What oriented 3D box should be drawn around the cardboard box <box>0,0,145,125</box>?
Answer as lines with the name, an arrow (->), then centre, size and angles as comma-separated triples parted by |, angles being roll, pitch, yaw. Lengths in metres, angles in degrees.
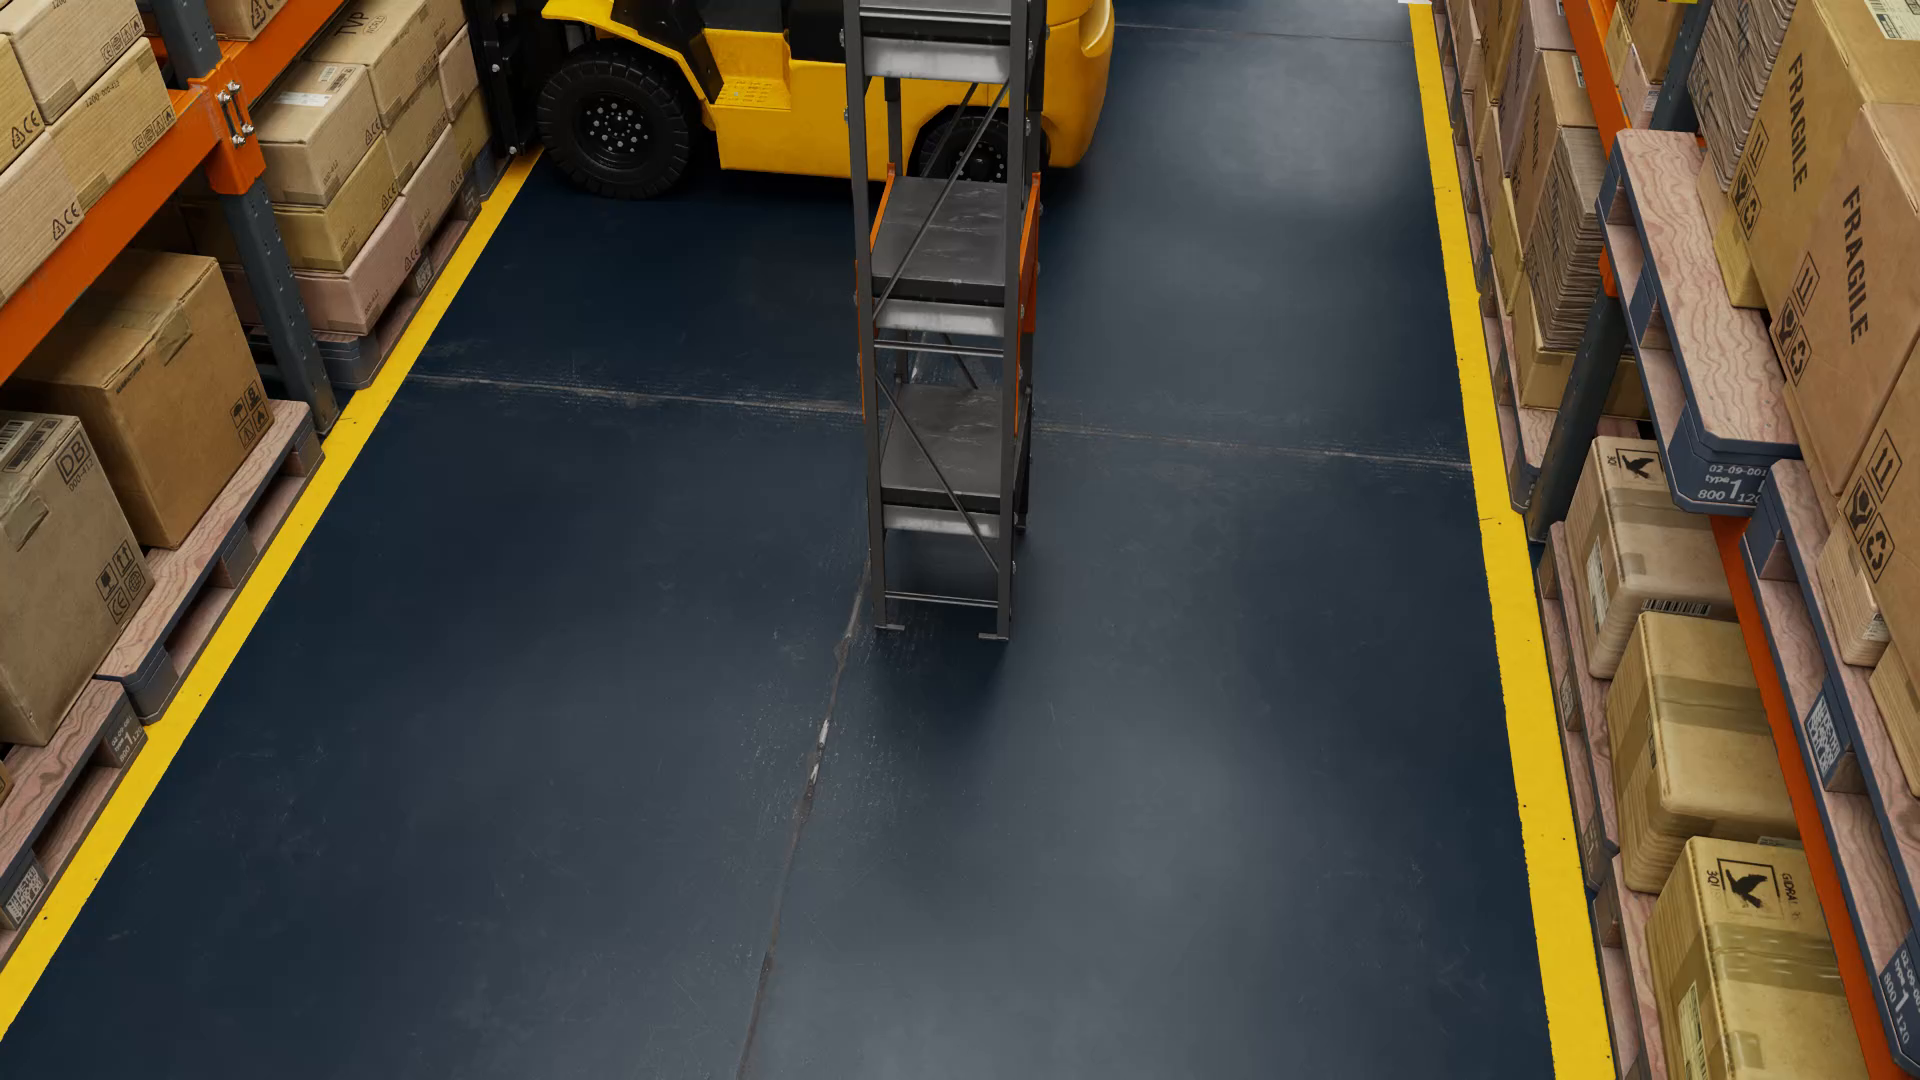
cardboard box -> -2.438, -1.292, 4.178 | 0.500, 0.250, 0.500 | 4, 44, 5

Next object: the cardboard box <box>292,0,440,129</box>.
cardboard box -> -2.174, -1.689, 5.819 | 0.500, 0.250, 0.500 | 5, 44, 6

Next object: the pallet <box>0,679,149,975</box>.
pallet -> -2.844, 0.829, 4.221 | 1.003, 0.211, 1.213 | 5, 44, 6

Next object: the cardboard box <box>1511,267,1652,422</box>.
cardboard box -> 2.106, -0.656, 5.455 | 0.500, 0.250, 0.500 | 7, 44, 7

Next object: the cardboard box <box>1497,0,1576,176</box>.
cardboard box -> 2.238, -1.623, 5.931 | 0.500, 0.500, 0.500 | 7, 44, 8

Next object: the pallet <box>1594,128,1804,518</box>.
pallet -> 2.049, -0.497, 3.733 | 1.003, 0.211, 1.213 | 5, 44, 6

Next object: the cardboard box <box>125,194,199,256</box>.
cardboard box -> -2.765, -1.209, 5.676 | 0.500, 0.250, 0.500 | 4, 44, 5

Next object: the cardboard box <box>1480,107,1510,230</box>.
cardboard box -> 2.238, -1.366, 6.205 | 0.500, 0.250, 0.500 | 6, 44, 6

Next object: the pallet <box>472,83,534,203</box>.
pallet -> -2.321, -1.882, 7.084 | 1.003, 0.211, 1.213 | 5, 44, 6

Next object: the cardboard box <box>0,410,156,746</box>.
cardboard box -> -2.794, 0.072, 4.414 | 0.875, 0.625, 0.625 | 5, 44, 5

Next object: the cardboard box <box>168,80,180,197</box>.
cardboard box -> -2.753, -1.393, 5.507 | 0.500, 0.250, 0.500 | 6, 44, 6

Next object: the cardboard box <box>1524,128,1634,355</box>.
cardboard box -> 2.106, -0.928, 5.198 | 0.500, 0.500, 0.500 | 5, 44, 5

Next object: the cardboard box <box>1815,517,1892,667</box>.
cardboard box -> 1.708, 0.098, 2.842 | 0.380, 0.149, 0.250 | 7, 44, 7

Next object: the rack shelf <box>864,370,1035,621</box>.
rack shelf -> -0.022, -0.131, 4.900 | 0.431, 0.518, 0.480 | 5, 44, 6

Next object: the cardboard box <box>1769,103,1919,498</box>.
cardboard box -> 1.803, -0.400, 2.897 | 0.500, 0.500, 0.500 | 5, 44, 5

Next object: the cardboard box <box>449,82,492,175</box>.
cardboard box -> -2.130, -1.676, 6.532 | 0.500, 0.250, 0.500 | 6, 44, 6

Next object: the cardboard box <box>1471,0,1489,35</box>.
cardboard box -> 2.375, -2.329, 6.677 | 0.500, 0.500, 0.500 | 4, 44, 4

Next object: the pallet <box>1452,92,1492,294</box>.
pallet -> 2.507, -1.356, 6.529 | 1.003, 0.211, 1.213 | 5, 44, 6

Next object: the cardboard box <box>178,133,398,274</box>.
cardboard box -> -2.256, -1.160, 5.624 | 0.500, 0.250, 0.500 | 5, 44, 5

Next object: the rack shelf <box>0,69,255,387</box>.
rack shelf -> -2.891, 0.101, 3.485 | 1.077, 0.370, 4.000 | 5, 44, 6

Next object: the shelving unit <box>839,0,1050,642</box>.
shelving unit -> -0.022, -0.650, 4.409 | 0.431, 2.100, 0.503 | 5, 44, 6

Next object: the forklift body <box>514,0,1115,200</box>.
forklift body -> -0.540, -2.483, 6.308 | 2.313, 2.155, 1.214 | 5, 44, 6

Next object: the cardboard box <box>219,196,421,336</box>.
cardboard box -> -2.234, -0.977, 5.794 | 0.500, 0.250, 0.500 | 6, 44, 6

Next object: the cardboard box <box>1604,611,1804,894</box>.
cardboard box -> 2.136, 0.575, 4.066 | 0.950, 0.372, 0.625 | 8, 44, 8

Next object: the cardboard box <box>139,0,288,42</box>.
cardboard box -> -2.309, -1.838, 4.937 | 0.500, 0.500, 0.500 | 4, 44, 4

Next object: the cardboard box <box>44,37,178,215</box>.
cardboard box -> -2.434, -1.101, 4.340 | 0.500, 0.250, 0.500 | 6, 44, 6

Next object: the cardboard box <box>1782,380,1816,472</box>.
cardboard box -> 1.829, -0.247, 3.206 | 0.380, 0.149, 0.250 | 6, 44, 6

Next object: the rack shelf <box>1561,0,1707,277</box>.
rack shelf -> 2.559, -2.176, 5.890 | 1.077, 0.370, 4.000 | 5, 44, 6

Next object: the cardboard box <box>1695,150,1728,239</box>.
cardboard box -> 1.908, -0.788, 3.777 | 0.380, 0.149, 0.250 | 6, 44, 6

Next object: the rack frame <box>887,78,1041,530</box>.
rack frame -> 0.010, -0.816, 4.585 | 0.400, 2.100, 0.015 | 5, 44, 6

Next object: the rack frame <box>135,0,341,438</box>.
rack frame -> -2.626, -1.523, 4.677 | 1.000, 3.000, 0.127 | 5, 44, 6

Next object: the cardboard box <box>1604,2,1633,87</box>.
cardboard box -> 2.061, -1.400, 4.730 | 0.380, 0.149, 0.250 | 6, 44, 6

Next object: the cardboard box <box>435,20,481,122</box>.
cardboard box -> -2.114, -1.845, 6.348 | 0.500, 0.250, 0.500 | 5, 44, 5

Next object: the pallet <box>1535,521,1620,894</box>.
pallet -> 2.193, 0.469, 4.601 | 1.003, 0.211, 1.213 | 5, 44, 6

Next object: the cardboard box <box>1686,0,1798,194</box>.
cardboard box -> 1.948, -1.078, 3.612 | 0.500, 0.500, 0.500 | 6, 44, 7

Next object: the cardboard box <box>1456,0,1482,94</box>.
cardboard box -> 2.367, -2.083, 6.962 | 0.500, 0.250, 0.500 | 7, 44, 7
